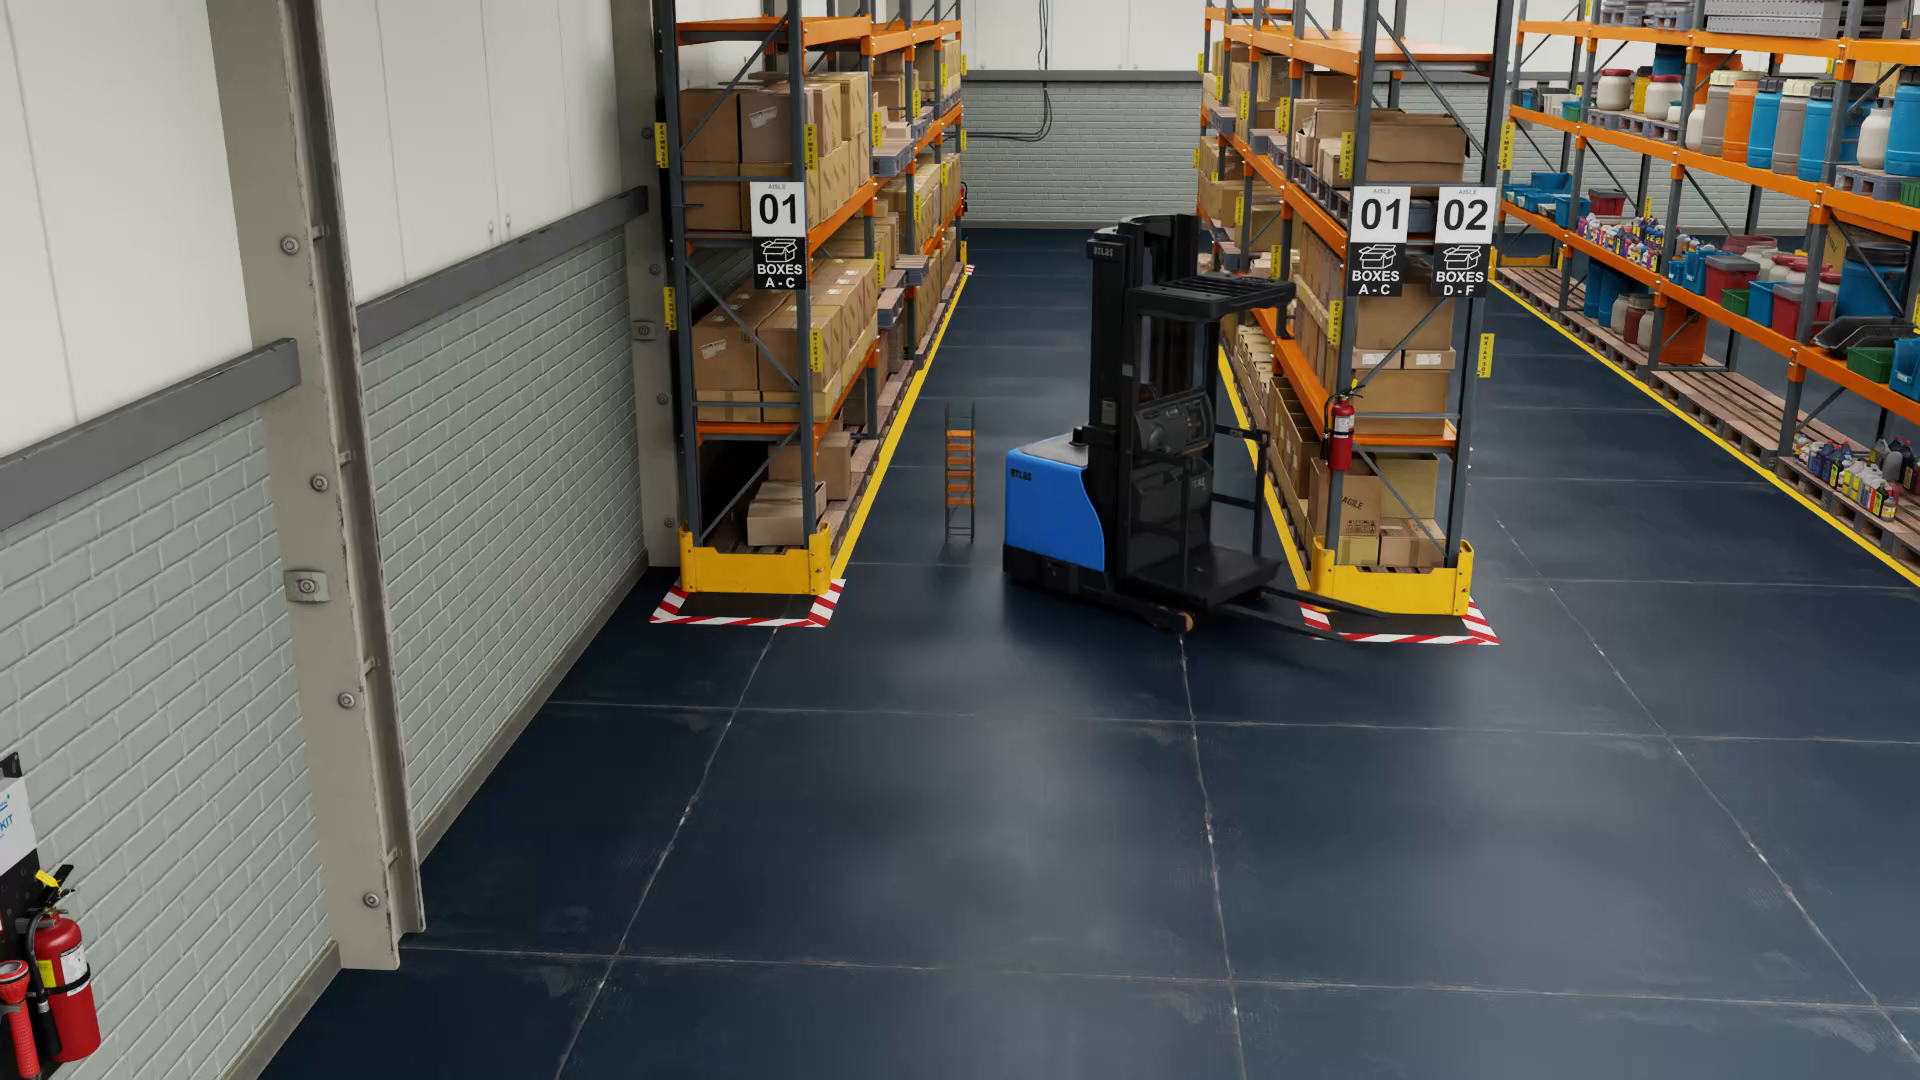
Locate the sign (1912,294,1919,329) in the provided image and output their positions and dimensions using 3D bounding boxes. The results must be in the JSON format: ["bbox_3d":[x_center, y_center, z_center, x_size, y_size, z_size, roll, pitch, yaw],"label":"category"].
[{"bbox_3d":[9.085,-2.169,15.782,0.100,0.325,0.005,1,18,4],"label":"sign"}]

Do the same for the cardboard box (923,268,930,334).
[{"bbox_3d":[-0.805,-3.192,22.127,0.750,0.750,0.750,1,18,4],"label":"cardboard box"}]

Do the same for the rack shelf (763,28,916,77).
[{"bbox_3d":[-1.201,-5.215,17.684,1.077,0.370,4.000,1,18,4],"label":"rack shelf"}]

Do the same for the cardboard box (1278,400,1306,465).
[{"bbox_3d":[3.179,-0.967,15.094,0.500,0.500,0.500,1,18,4],"label":"cardboard box"}]

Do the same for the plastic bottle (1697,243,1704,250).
[{"bbox_3d":[9.185,-3.542,20.623,0.097,0.271,0.097,0,18,0],"label":"plastic bottle"}]

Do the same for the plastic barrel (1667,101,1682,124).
[{"bbox_3d":[8.754,-5.191,20.180,0.301,0.262,0.301,0,18,0],"label":"plastic barrel"}]

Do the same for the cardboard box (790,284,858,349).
[{"bbox_3d":[-1.184,-1.943,14.539,0.500,0.500,0.500,2,18,6],"label":"cardboard box"}]

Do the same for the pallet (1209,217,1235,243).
[{"bbox_3d":[4.004,-4.313,23.077,1.003,0.211,1.213,1,18,4],"label":"pallet"}]

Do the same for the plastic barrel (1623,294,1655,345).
[{"bbox_3d":[8.923,-2.853,21.510,0.600,0.588,0.708,1,18,4],"label":"plastic barrel"}]

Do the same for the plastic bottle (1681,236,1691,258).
[{"bbox_3d":[9.295,-3.756,21.275,0.097,0.271,0.097,0,18,0],"label":"plastic bottle"}]

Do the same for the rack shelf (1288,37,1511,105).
[{"bbox_3d":[3.453,-3.863,13.559,1.077,0.370,4.000,1,18,4],"label":"rack shelf"}]

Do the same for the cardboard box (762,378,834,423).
[{"bbox_3d":[-1.280,-1.115,13.218,0.500,0.250,0.500,1,18,2],"label":"cardboard box"}]

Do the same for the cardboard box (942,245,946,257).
[{"bbox_3d":[-0.409,-4.412,25.368,0.380,0.149,0.250,2,18,6],"label":"cardboard box"}]

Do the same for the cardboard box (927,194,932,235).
[{"bbox_3d":[-0.655,-4.339,22.177,0.500,0.500,0.500,2,18,5],"label":"cardboard box"}]

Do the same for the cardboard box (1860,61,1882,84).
[{"bbox_3d":[14.193,-7.055,25.325,0.700,0.500,0.500,1,18,2],"label":"cardboard box"}]

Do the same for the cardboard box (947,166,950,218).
[{"bbox_3d":[-0.658,-5.297,25.289,0.980,0.700,0.700,1,18,3],"label":"cardboard box"}]

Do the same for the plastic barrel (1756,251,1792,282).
[{"bbox_3d":[8.933,-2.894,18.258,0.421,0.512,0.421,0,18,0],"label":"plastic barrel"}]

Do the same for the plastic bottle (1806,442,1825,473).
[{"bbox_3d":[8.081,-0.778,15.648,0.152,0.276,0.135,2,18,6],"label":"plastic bottle"}]

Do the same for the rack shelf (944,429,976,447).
[{"bbox_3d":[-0.001,-0.866,14.124,0.258,0.103,0.180,1,18,4],"label":"rack shelf"}]

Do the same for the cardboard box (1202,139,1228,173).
[{"bbox_3d":[4.132,-6.121,26.518,0.500,0.500,0.500,1,18,4],"label":"cardboard box"}]

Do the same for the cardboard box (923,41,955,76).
[{"bbox_3d":[-0.341,-7.409,25.600,0.500,0.500,0.500,0,18,1],"label":"cardboard box"}]

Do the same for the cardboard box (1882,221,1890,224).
[{"bbox_3d":[13.819,-4.730,24.444,0.380,0.149,0.250,2,18,5],"label":"cardboard box"}]

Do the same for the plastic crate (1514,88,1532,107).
[{"bbox_3d":[9.092,-7.031,26.455,0.497,0.269,0.590,1,18,4],"label":"plastic crate"}]

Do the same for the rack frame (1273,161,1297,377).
[{"bbox_3d":[3.597,-2.165,16.214,1.000,3.000,0.127,1,18,4],"label":"rack frame"}]

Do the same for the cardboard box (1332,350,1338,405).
[{"bbox_3d":[3.389,-1.278,13.347,0.700,0.500,0.500,2,18,5],"label":"cardboard box"}]

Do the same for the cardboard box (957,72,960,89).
[{"bbox_3d":[-0.272,-7.370,26.685,0.500,0.250,0.500,2,18,6],"label":"cardboard box"}]

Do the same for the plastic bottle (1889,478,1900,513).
[{"bbox_3d":[8.096,-0.385,14.437,0.061,0.283,0.133,1,18,4],"label":"plastic bottle"}]

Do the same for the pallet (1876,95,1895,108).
[{"bbox_3d":[14.210,-6.443,24.593,1.003,0.211,1.213,1,18,4],"label":"pallet"}]

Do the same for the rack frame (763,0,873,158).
[{"bbox_3d":[-1.345,-5.126,15.614,1.000,3.000,0.127,1,18,4],"label":"rack frame"}]

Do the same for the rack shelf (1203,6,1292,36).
[{"bbox_3d":[4.313,-7.779,24.871,1.077,0.370,4.000,1,18,4],"label":"rack shelf"}]

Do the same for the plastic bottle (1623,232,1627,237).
[{"bbox_3d":[8.593,-3.828,21.476,0.061,0.283,0.133,1,18,4],"label":"plastic bottle"}]

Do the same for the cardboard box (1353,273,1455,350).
[{"bbox_3d":[3.360,-1.748,12.697,0.700,0.500,0.500,1,18,4],"label":"cardboard box"}]

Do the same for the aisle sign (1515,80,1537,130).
[{"bbox_3d":[9.106,-7.045,26.931,0.394,0.787,0.004,1,18,4],"label":"aisle sign"}]

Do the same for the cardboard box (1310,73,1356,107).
[{"bbox_3d":[3.680,-4.266,16.170,0.500,0.500,0.500,2,18,5],"label":"cardboard box"}]

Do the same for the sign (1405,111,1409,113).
[{"bbox_3d":[4.150,-3.862,15.618,0.100,0.325,0.005,1,18,4],"label":"sign"}]

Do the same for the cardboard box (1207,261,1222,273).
[{"bbox_3d":[3.928,-3.854,24.677,0.500,0.500,0.500,1,18,4],"label":"cardboard box"}]

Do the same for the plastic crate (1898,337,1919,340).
[{"bbox_3d":[8.728,-1.633,14.829,0.499,0.251,0.616,1,18,4],"label":"plastic crate"}]

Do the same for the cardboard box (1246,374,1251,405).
[{"bbox_3d":[3.449,-1.668,18.436,0.500,0.250,0.500,2,18,5],"label":"cardboard box"}]

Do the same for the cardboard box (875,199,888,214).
[{"bbox_3d":[-1.053,-3.974,19.825,0.380,0.149,0.250,-1,18,-3],"label":"cardboard box"}]

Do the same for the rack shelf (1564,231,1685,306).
[{"bbox_3d":[8.967,-3.575,21.672,1.077,0.370,4.000,1,18,4],"label":"rack shelf"}]

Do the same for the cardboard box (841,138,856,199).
[{"bbox_3d":[-1.185,-3.265,14.561,0.500,0.500,0.500,1,18,2],"label":"cardboard box"}]

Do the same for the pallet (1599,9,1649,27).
[{"bbox_3d":[9.082,-6.852,21.827,1.003,0.211,1.213,1,18,4],"label":"pallet"}]

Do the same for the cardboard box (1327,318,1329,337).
[{"bbox_3d":[3.221,-1.722,13.659,0.380,0.149,0.250,2,18,6],"label":"cardboard box"}]

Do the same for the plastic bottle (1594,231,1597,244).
[{"bbox_3d":[8.621,-4.099,22.435,0.097,0.201,0.097,0,18,0],"label":"plastic bottle"}]

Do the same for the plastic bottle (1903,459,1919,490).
[{"bbox_3d":[8.637,-0.600,15.092,0.061,0.283,0.133,1,18,4],"label":"plastic bottle"}]

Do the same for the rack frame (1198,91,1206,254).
[{"bbox_3d":[4.457,-5.892,27.588,1.000,3.000,0.127,1,18,4],"label":"rack frame"}]

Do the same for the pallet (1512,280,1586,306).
[{"bbox_3d":[9.209,-3.822,25.749,1.003,0.211,1.213,1,18,4],"label":"pallet"}]

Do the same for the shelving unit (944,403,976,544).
[{"bbox_3d":[-0.001,-0.566,14.222,0.258,1.200,0.189,1,18,4],"label":"shelving unit"}]

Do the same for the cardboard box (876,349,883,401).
[{"bbox_3d":[-1.245,-1.844,18.542,0.700,0.500,0.500,1,18,5],"label":"cardboard box"}]

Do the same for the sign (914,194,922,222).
[{"bbox_3d":[-0.516,-4.020,20.143,0.100,0.325,0.005,1,18,4],"label":"sign"}]

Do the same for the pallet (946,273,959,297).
[{"bbox_3d":[-0.554,-4.049,26.440,1.003,0.211,1.213,1,18,4],"label":"pallet"}]

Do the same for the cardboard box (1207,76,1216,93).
[{"bbox_3d":[4.088,-7.020,25.650,0.500,0.250,0.500,1,18,4],"label":"cardboard box"}]

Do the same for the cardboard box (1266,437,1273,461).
[{"bbox_3d":[3.261,-0.921,16.158,0.500,0.250,0.500,1,18,4],"label":"cardboard box"}]

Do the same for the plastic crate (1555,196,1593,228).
[{"bbox_3d":[8.804,-4.712,23.915,0.392,0.384,0.575,1,18,4],"label":"plastic crate"}]

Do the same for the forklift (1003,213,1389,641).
[{"bbox_3d":[1.770,-0.877,12.391,3.031,2.935,1.130,16,24,40],"label":"forklift"}]

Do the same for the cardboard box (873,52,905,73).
[{"bbox_3d":[-0.990,-6.356,22.113,0.500,0.250,0.500,1,18,2],"label":"cardboard box"}]

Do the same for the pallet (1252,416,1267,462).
[{"bbox_3d":[3.610,-1.070,17.349,1.003,0.211,1.213,1,18,4],"label":"pallet"}]

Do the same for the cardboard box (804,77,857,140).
[{"bbox_3d":[-1.166,-3.738,14.397,0.500,0.500,0.500,1,18,2],"label":"cardboard box"}]
